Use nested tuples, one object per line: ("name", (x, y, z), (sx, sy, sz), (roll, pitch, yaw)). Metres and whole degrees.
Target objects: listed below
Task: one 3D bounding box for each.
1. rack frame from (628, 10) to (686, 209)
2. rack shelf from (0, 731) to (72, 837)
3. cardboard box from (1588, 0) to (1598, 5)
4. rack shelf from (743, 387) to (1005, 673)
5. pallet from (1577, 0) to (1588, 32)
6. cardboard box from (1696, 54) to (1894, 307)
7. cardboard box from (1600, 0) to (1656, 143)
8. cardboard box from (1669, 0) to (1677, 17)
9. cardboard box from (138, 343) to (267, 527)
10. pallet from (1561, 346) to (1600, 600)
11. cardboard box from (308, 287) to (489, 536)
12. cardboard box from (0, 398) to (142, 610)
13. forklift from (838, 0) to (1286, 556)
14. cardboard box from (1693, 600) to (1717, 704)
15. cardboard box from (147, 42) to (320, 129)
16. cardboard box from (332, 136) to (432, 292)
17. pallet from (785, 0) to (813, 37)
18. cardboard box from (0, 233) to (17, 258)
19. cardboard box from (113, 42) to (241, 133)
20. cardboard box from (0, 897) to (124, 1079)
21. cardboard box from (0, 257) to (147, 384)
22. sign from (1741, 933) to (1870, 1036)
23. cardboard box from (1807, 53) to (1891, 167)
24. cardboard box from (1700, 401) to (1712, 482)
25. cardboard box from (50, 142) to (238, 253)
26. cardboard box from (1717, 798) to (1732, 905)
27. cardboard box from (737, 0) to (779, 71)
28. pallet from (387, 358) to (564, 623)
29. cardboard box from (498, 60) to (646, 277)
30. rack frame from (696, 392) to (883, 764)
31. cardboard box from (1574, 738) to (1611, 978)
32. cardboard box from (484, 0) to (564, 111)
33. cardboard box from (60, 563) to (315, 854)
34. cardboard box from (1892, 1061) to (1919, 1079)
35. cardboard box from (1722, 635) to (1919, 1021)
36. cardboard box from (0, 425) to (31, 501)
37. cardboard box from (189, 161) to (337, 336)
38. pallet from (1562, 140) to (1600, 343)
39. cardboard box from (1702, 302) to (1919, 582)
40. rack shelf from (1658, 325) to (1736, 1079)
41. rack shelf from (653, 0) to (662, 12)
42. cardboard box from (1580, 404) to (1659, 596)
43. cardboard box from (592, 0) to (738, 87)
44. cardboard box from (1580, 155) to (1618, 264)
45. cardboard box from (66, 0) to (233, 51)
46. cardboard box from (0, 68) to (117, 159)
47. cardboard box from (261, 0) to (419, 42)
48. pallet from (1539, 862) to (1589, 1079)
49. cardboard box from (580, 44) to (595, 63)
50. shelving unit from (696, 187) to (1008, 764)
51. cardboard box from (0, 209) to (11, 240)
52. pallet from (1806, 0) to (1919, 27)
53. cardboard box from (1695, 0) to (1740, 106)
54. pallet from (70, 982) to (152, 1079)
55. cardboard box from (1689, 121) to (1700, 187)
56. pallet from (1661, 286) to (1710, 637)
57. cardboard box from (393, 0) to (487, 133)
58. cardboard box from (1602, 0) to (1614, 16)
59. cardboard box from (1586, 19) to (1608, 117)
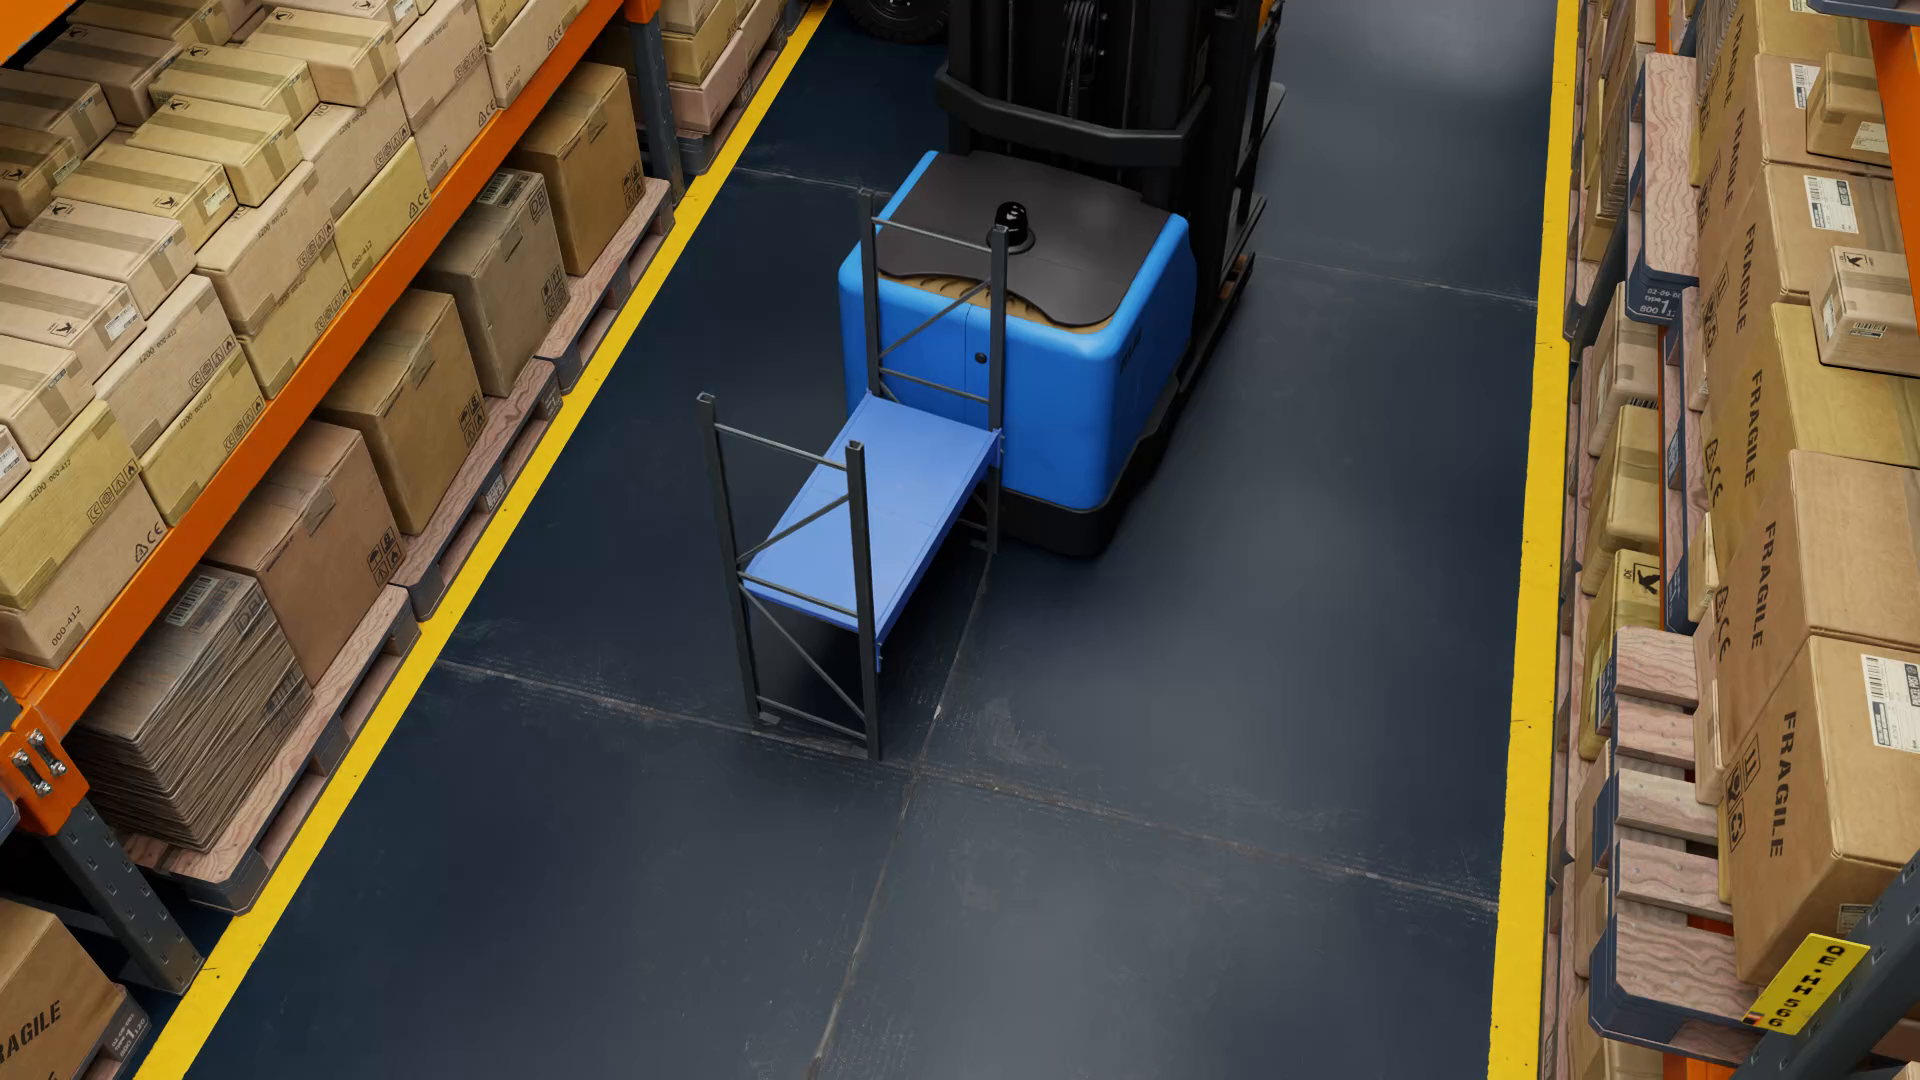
("rack frame", (-1.762, -2.646, 6.585), (1.000, 3.000, 0.127), (12, 50, 10))
("rack shelf", (-3.341, 1.932, 3.024), (1.077, 0.370, 4.000), (12, 50, 10))
("cardboard box", (3.460, -2.895, 8.358), (0.500, 0.250, 0.500), (13, 50, 11))
("rack shelf", (-0.290, -0.059, 5.542), (0.538, 0.185, 1.000), (18, 51, 15))
("pallet", (3.813, -3.004, 8.761), (1.003, 0.211, 1.213), (12, 50, 10))
("cardboard box", (2.353, -0.940, 4.534), (0.500, 0.500, 0.500), (11, 50, 10))
("cardboard box", (3.057, -1.996, 7.064), (0.500, 0.500, 0.500), (12, 50, 11))
("cardboard box", (2.878, -2.061, 6.236), (0.380, 0.149, 0.250), (13, 50, 11))
("cardboard box", (-2.325, -0.339, 4.648), (0.500, 0.250, 0.500), (11, 49, 9))
("pallet", (2.825, -0.183, 6.271), (1.003, 0.211, 1.213), (12, 50, 10))
("cardboard box", (-2.296, -0.516, 6.008), (0.875, 0.625, 0.625), (10, 49, 8))
("cardboard box", (-2.438, -0.137, 4.136), (0.500, 0.250, 0.500), (12, 50, 10))
("forklift", (0.621, -2.033, 6.090), (1.130, 2.935, 3.031), (18, 51, 15))
("cardboard box", (1.932, 0.305, 3.868), (0.380, 0.149, 0.250), (9, 49, 8))
("cardboard box", (-2.142, -1.316, 4.911), (0.380, 0.149, 0.250), (12, 50, 10))
("cardboard box", (-2.058, -1.088, 5.309), (0.500, 0.250, 0.500), (13, 50, 11))
("pallet", (-1.193, -3.176, 8.912), (1.003, 0.211, 1.213), (12, 50, 10))
("cardboard box", (-2.831, -0.619, 4.562), (0.500, 0.250, 0.500), (12, 50, 10))
("cardboard box", (-2.557, -1.343, 5.201), (0.500, 0.250, 0.500), (11, 49, 9))
("cardboard box", (-2.718, 1.284, 4.504), (0.500, 0.500, 0.500), (13, 50, 11))
("cardboard box", (-2.334, -0.557, 4.242), (0.380, 0.149, 0.250), (13, 50, 11))
("sign", (1.449, 0.767, 2.853), (0.100, 0.325, 0.005), (12, 50, 10))
("cardboard box", (2.376, -1.078, 4.223), (0.380, 0.149, 0.250), (14, 50, 12))
("cardboard box", (2.166, -0.252, 4.359), (0.380, 0.149, 0.250), (10, 49, 9))
("cardboard box", (-2.241, -0.937, 4.577), (0.380, 0.149, 0.250), (12, 50, 10))
("cardboard box", (1.835, 0.676, 3.540), (0.380, 0.149, 0.250), (12, 50, 11))
("cardboard box", (-1.196, -2.530, 8.036), (0.500, 0.250, 0.500), (11, 49, 9))
("pallet", (-2.237, -0.298, 6.372), (1.003, 0.211, 1.213), (12, 50, 10))
("cardboard box", (-1.888, -1.620, 6.983), (0.875, 0.625, 0.625), (14, 50, 12))
("rack frame", (-0.494, 0.171, 5.099), (0.500, 1.500, 0.032), (18, 51, 15))
("cardboard box", (2.320, 1.012, 4.828), (0.950, 0.372, 0.625), (11, 49, 9))
("cardboard box", (-1.769, -1.816, 5.952), (0.500, 0.250, 0.500), (11, 50, 10))
("cardboard box", (-2.637, 0.445, 5.160), (0.875, 0.625, 0.625), (13, 50, 11))
("cardboard box", (1.610, 1.168, 2.485), (0.500, 0.500, 0.500), (10, 49, 9))
("cardboard box", (1.827, 0.570, 3.201), (0.500, 0.500, 0.500), (10, 49, 9))
("cardboard box", (-2.446, -0.173, 3.903), (0.380, 0.149, 0.250), (13, 50, 11))
("cardboard box", (-2.174, -0.878, 4.791), (0.500, 0.250, 0.500), (10, 49, 9))
("pallet", (3.171, -1.239, 7.203), (1.003, 0.211, 1.213), (12, 50, 10))
("cardboard box", (2.084, -0.172, 3.856), (0.500, 0.500, 0.500), (9, 49, 7))
("rack shelf", (2.502, 0.015, 4.716), (1.077, 0.370, 4.000), (12, 50, 10))
("rack shelf", (-1.235, -3.855, 8.131), (1.077, 0.370, 4.000), (12, 50, 10))
("cardboard box", (2.706, -0.038, 5.756), (0.950, 0.372, 0.625), (14, 50, 12))
("cardboard box", (-1.337, -2.330, 7.526), (0.500, 0.250, 0.500), (11, 50, 10))
("cardboard box", (2.924, -1.379, 7.020), (0.500, 0.250, 0.500), (14, 50, 12))
("cardboard box", (-2.507, -1.588, 5.152), (0.380, 0.149, 0.250), (12, 50, 10))
("cardboard box", (-2.710, -1.224, 4.831), (0.380, 0.149, 0.250), (11, 49, 9))
("cardboard box", (-1.945, -1.673, 5.227), (0.380, 0.149, 0.250), (12, 50, 10))
("pallet", (2.182, 1.582, 4.713), (1.003, 0.211, 1.213), (12, 50, 10))
("cardboard box", (-1.831, -2.433, 7.617), (0.500, 0.250, 0.500), (11, 49, 9))
("shelving unit", (-0.290, -0.178, 5.407), (0.538, 1.500, 1.048), (18, 51, 15))
("cardboard box", (-2.839, -0.854, 4.504), (0.380, 0.149, 0.250), (11, 49, 9))
("pallet", (2.493, -1.424, 3.630), (1.213, 0.211, 1.003), (12, 50, 10))
("cardboard box", (2.628, -1.657, 5.167), (0.500, 0.500, 0.500), (13, 50, 11))
("pallet", (-3.047, 1.702, 4.607), (1.003, 0.211, 1.213), (12, 50, 10))
("cardboard box", (2.504, -1.209, 5.204), (0.380, 0.149, 0.250), (12, 50, 11))
("pallet", (2.457, -0.153, 4.512), (1.003, 0.211, 1.213), (12, 50, 10))
("cardboard box", (-1.913, -1.614, 5.441), (0.500, 0.250, 0.500), (12, 50, 11))
("cardboard box", (3.323, -2.753, 7.733), (0.500, 0.500, 0.500), (12, 50, 11))
("cardboard box", (3.193, -2.133, 7.686), (0.500, 0.250, 0.500), (12, 50, 11))
